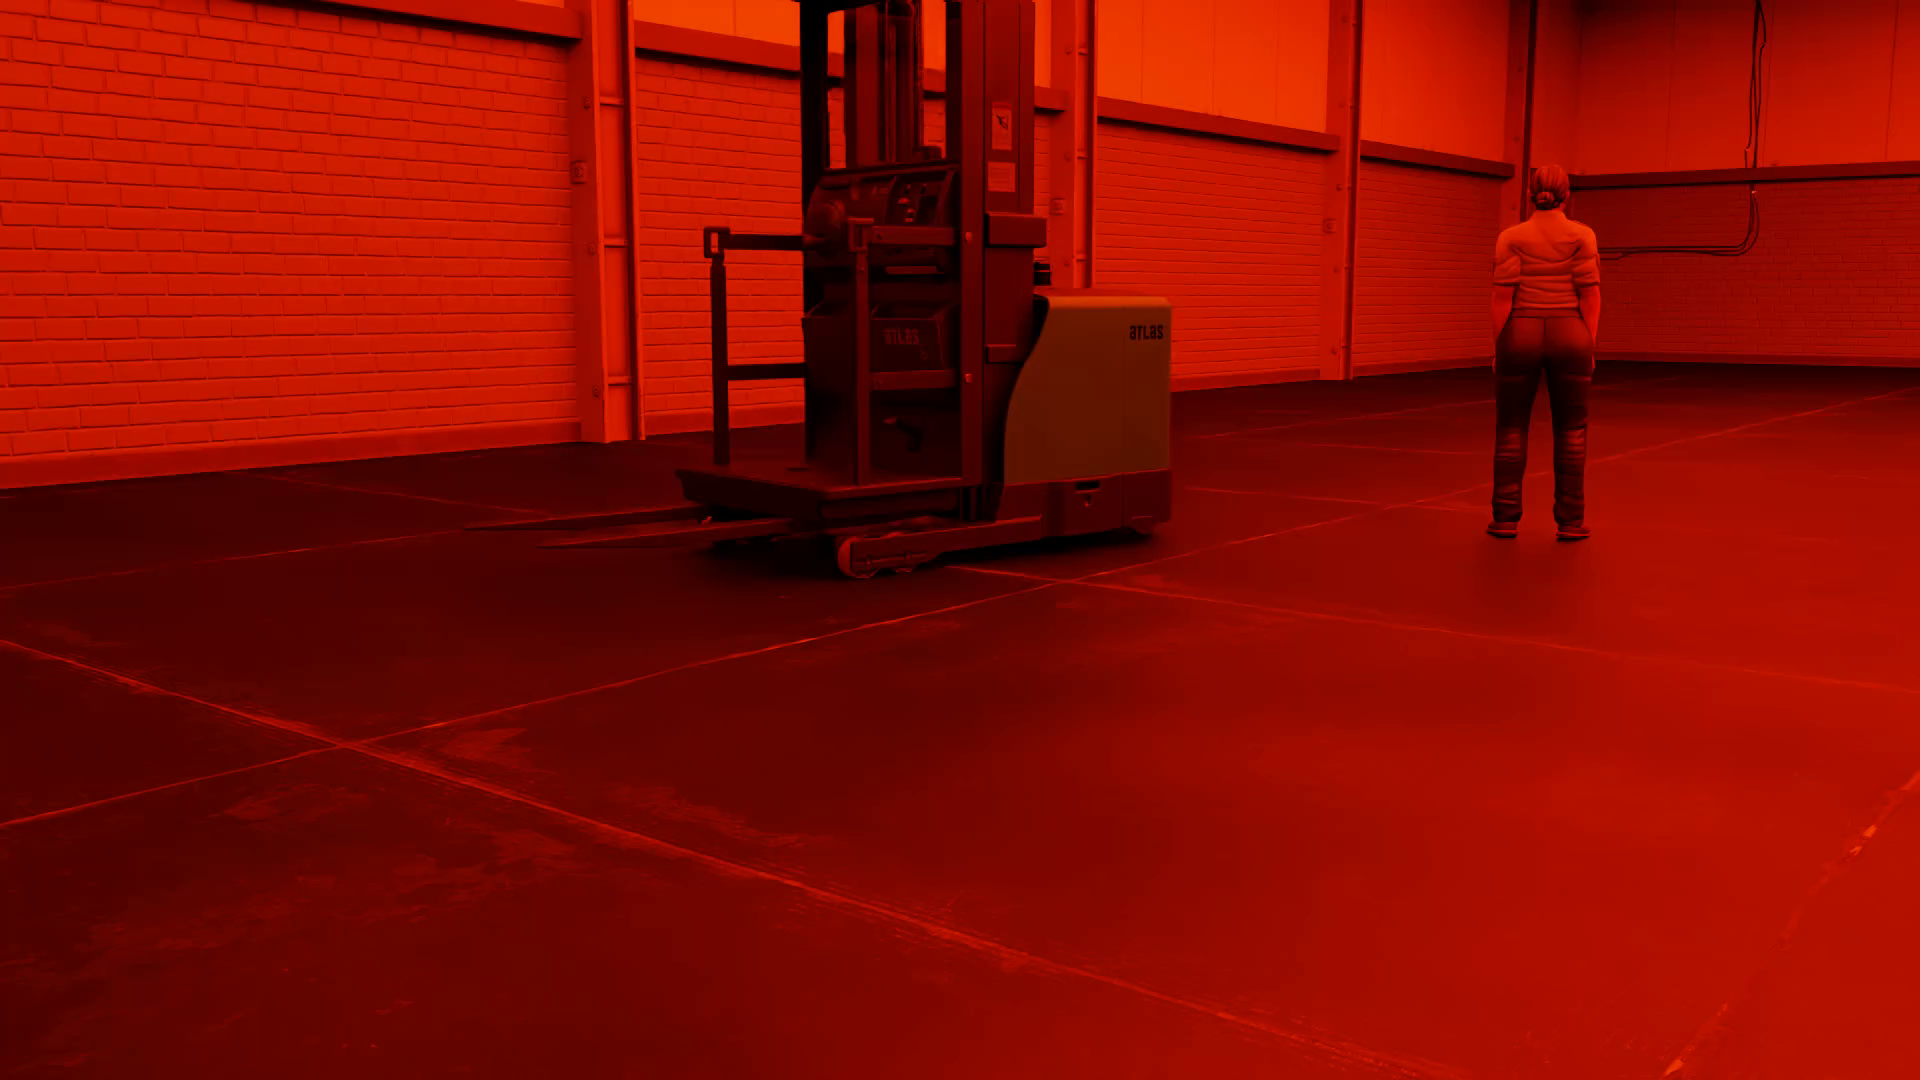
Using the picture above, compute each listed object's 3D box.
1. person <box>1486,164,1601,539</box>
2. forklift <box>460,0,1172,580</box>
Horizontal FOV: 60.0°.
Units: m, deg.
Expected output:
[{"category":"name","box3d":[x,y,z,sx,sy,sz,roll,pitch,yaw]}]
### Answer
[{"category":"person","box3d":[2.607,-0.829,7.408,0.473,1.650,0.361,3,9,19]},{"category":"forklift","box3d":[-0.496,-1.384,6.739,3.031,2.935,1.130,-7,11,-40]}]
